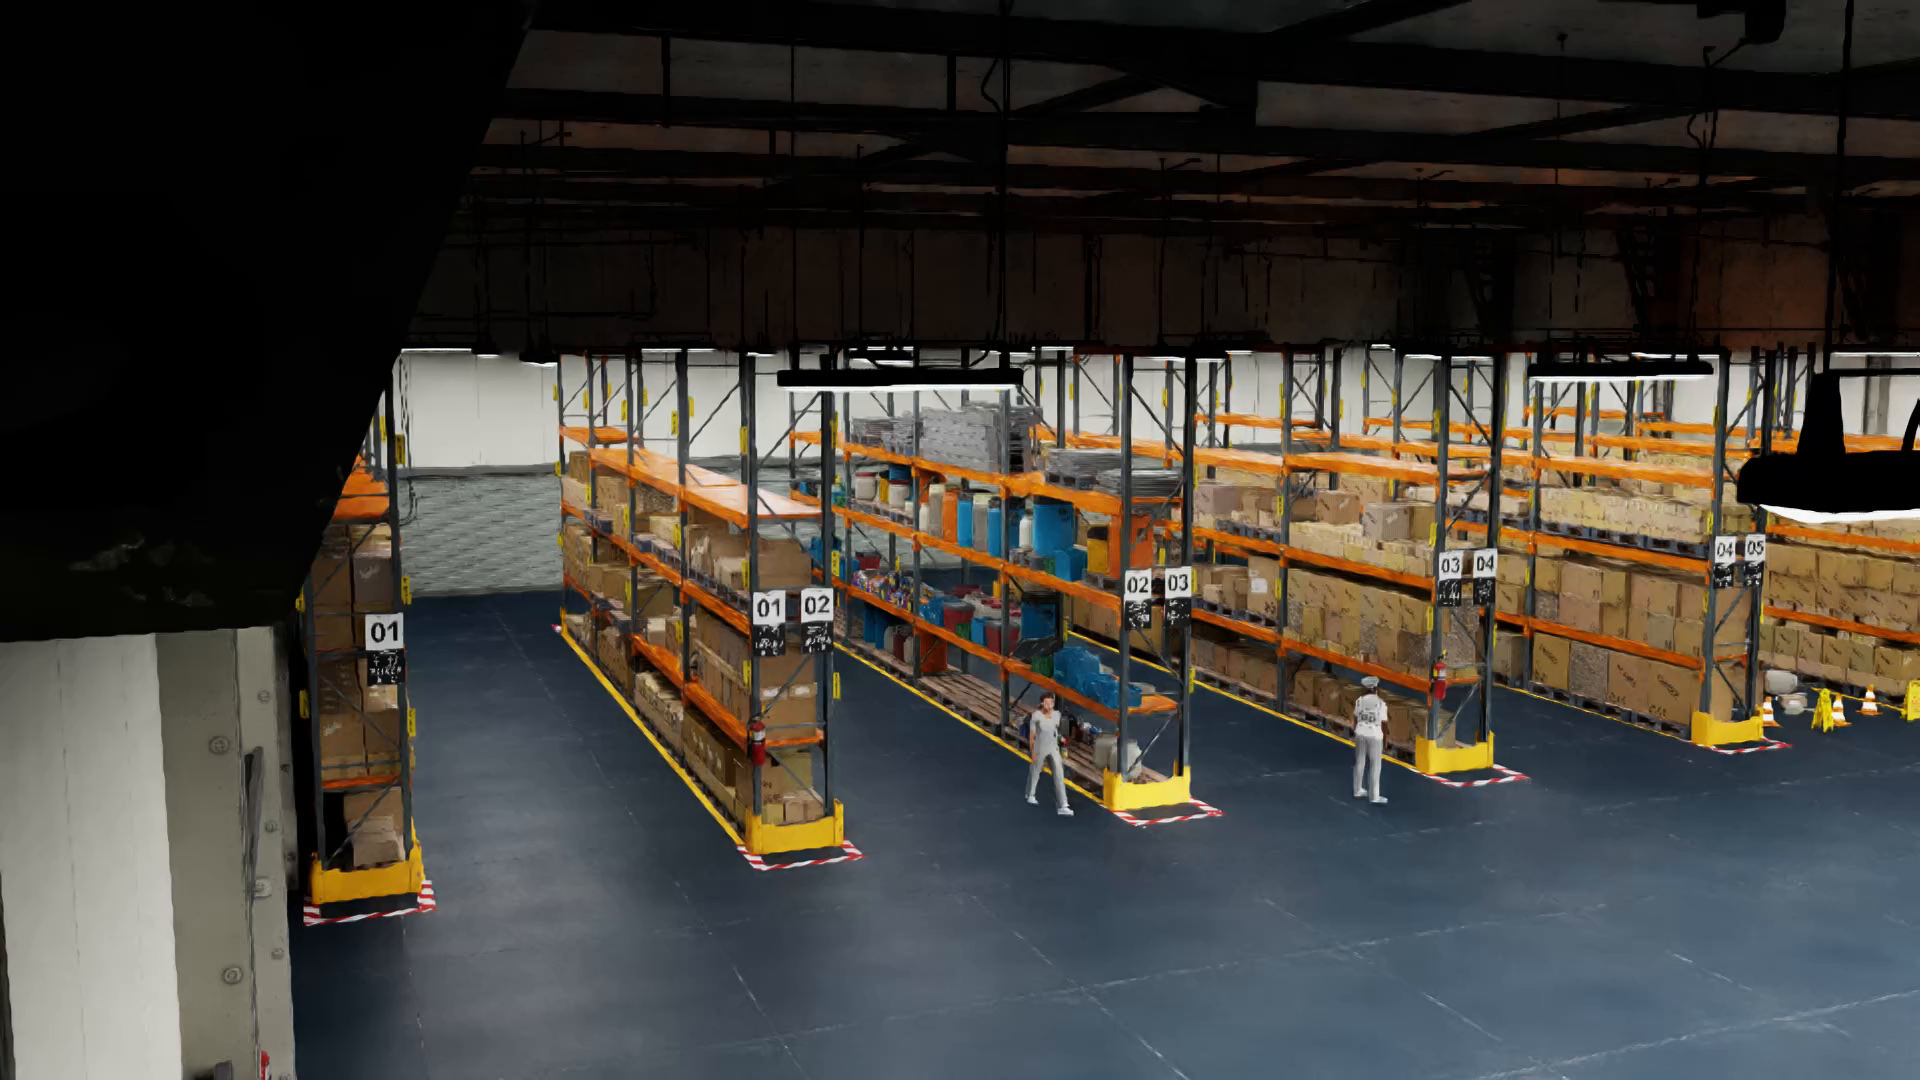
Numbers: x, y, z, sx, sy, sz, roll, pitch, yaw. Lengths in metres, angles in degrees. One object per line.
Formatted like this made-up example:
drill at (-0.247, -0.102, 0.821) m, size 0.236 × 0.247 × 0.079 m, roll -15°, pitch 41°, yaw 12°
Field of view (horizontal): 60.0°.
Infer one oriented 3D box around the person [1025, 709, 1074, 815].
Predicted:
person at (1.119, 2.877, 21.844) m, size 0.443 × 1.346 × 1.095 m, roll -2°, pitch 8°, yaw -18°

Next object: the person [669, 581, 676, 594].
person at (-6.959, 0.454, 39.428) m, size 0.450 × 1.734 × 0.697 m, roll 2°, pitch 7°, yaw 12°

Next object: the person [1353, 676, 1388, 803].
person at (5.511, 2.664, 22.319) m, size 0.507 × 1.679 × 0.416 m, roll 6°, pitch 9°, yaw 38°
